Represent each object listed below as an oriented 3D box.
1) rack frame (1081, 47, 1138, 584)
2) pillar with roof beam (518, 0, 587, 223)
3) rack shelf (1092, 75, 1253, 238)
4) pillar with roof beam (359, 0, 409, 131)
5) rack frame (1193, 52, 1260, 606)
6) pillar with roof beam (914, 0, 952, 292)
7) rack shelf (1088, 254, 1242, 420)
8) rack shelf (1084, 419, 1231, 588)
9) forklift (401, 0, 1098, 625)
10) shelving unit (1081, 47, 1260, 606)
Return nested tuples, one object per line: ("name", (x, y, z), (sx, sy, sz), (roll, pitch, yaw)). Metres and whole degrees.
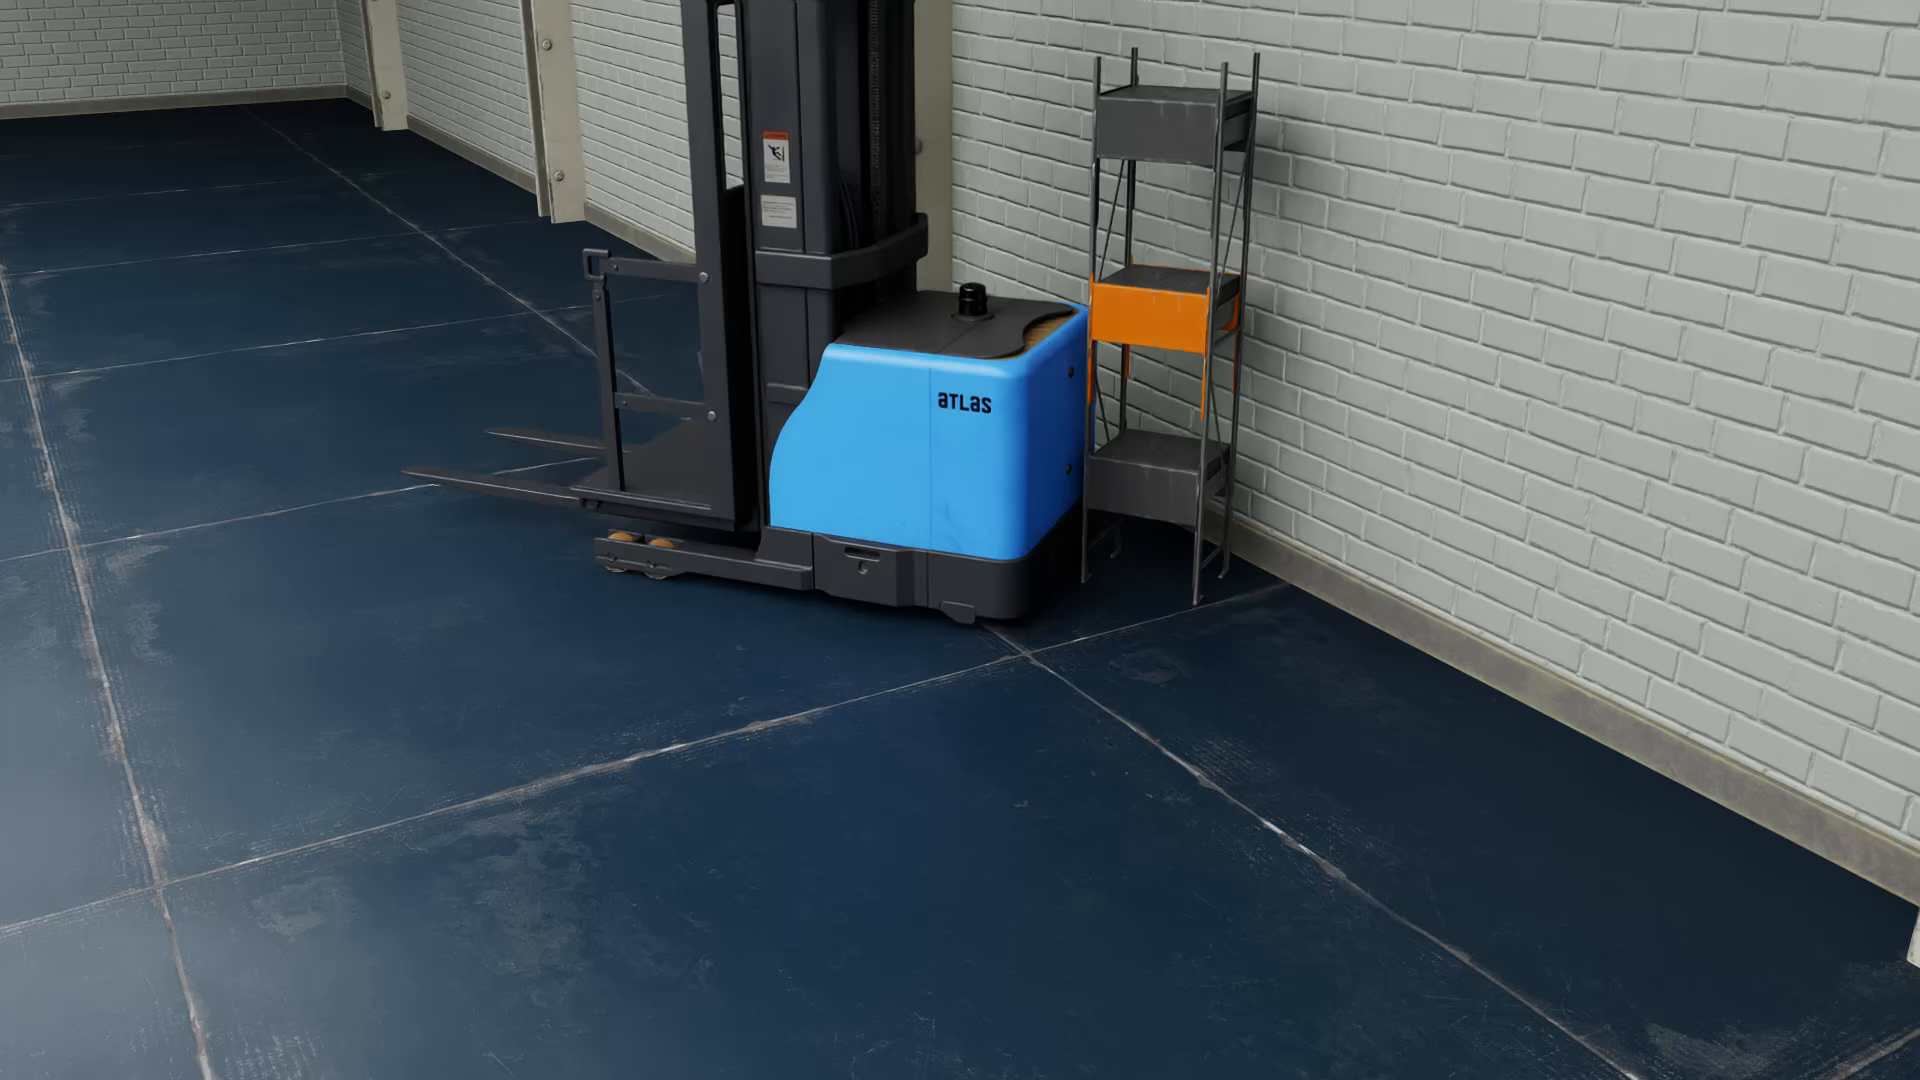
("rack frame", (0.593, -0.860, 6.639), (0.015, 2.100, 0.400), (11, 24, 25))
("pillar with roof beam", (-7.033, -6.053, 10.252), (9.100, 9.000, 0.400), (-13, 25, -28))
("rack shelf", (0.807, -1.456, 6.278), (0.480, 0.518, 0.431), (11, 24, 25))
("pillar with roof beam", (-10.098, -7.995, 15.031), (9.100, 9.000, 0.400), (-13, 25, -28))
("rack frame", (1.027, -0.778, 6.430), (0.015, 2.100, 0.400), (11, 24, 25))
("pillar with roof beam", (-3.968, -4.110, 5.474), (9.100, 9.000, 0.400), (-13, 25, -28))
("rack shelf", (0.810, -0.807, 6.540), (0.480, 0.518, 0.431), (11, 24, 25))
("rack shelf", (0.814, -0.157, 6.801), (0.480, 0.518, 0.431), (11, 24, 25))
("forklift", (-0.988, -1.368, 6.784), (3.031, 2.935, 1.130), (8, 24, 20))
("shelving unit", (0.810, -0.819, 6.535), (0.503, 2.100, 0.431), (11, 24, 25))
